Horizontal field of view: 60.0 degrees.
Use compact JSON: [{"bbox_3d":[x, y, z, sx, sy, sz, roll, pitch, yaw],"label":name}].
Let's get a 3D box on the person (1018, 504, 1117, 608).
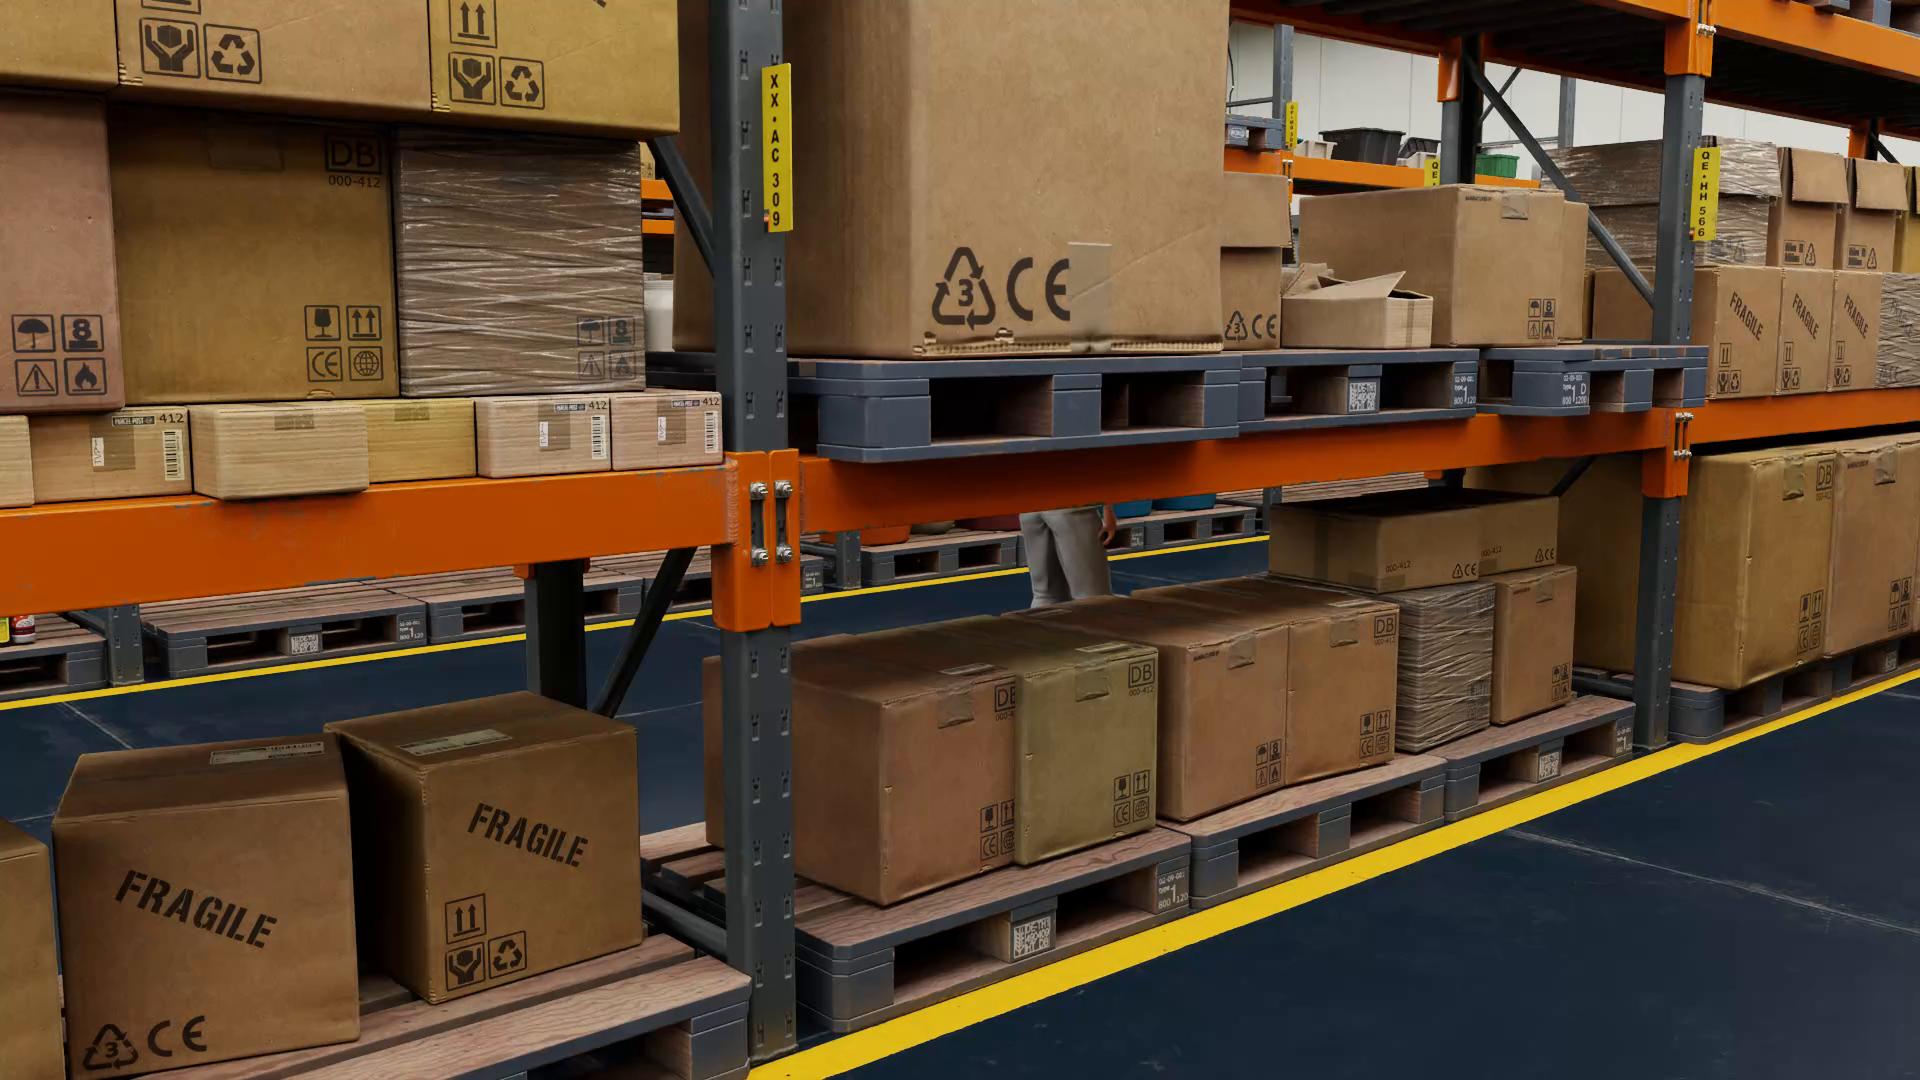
[{"bbox_3d":[0.423,-0.108,6.620,0.363,1.671,0.502,-7,10,-44],"label":"person"}]
